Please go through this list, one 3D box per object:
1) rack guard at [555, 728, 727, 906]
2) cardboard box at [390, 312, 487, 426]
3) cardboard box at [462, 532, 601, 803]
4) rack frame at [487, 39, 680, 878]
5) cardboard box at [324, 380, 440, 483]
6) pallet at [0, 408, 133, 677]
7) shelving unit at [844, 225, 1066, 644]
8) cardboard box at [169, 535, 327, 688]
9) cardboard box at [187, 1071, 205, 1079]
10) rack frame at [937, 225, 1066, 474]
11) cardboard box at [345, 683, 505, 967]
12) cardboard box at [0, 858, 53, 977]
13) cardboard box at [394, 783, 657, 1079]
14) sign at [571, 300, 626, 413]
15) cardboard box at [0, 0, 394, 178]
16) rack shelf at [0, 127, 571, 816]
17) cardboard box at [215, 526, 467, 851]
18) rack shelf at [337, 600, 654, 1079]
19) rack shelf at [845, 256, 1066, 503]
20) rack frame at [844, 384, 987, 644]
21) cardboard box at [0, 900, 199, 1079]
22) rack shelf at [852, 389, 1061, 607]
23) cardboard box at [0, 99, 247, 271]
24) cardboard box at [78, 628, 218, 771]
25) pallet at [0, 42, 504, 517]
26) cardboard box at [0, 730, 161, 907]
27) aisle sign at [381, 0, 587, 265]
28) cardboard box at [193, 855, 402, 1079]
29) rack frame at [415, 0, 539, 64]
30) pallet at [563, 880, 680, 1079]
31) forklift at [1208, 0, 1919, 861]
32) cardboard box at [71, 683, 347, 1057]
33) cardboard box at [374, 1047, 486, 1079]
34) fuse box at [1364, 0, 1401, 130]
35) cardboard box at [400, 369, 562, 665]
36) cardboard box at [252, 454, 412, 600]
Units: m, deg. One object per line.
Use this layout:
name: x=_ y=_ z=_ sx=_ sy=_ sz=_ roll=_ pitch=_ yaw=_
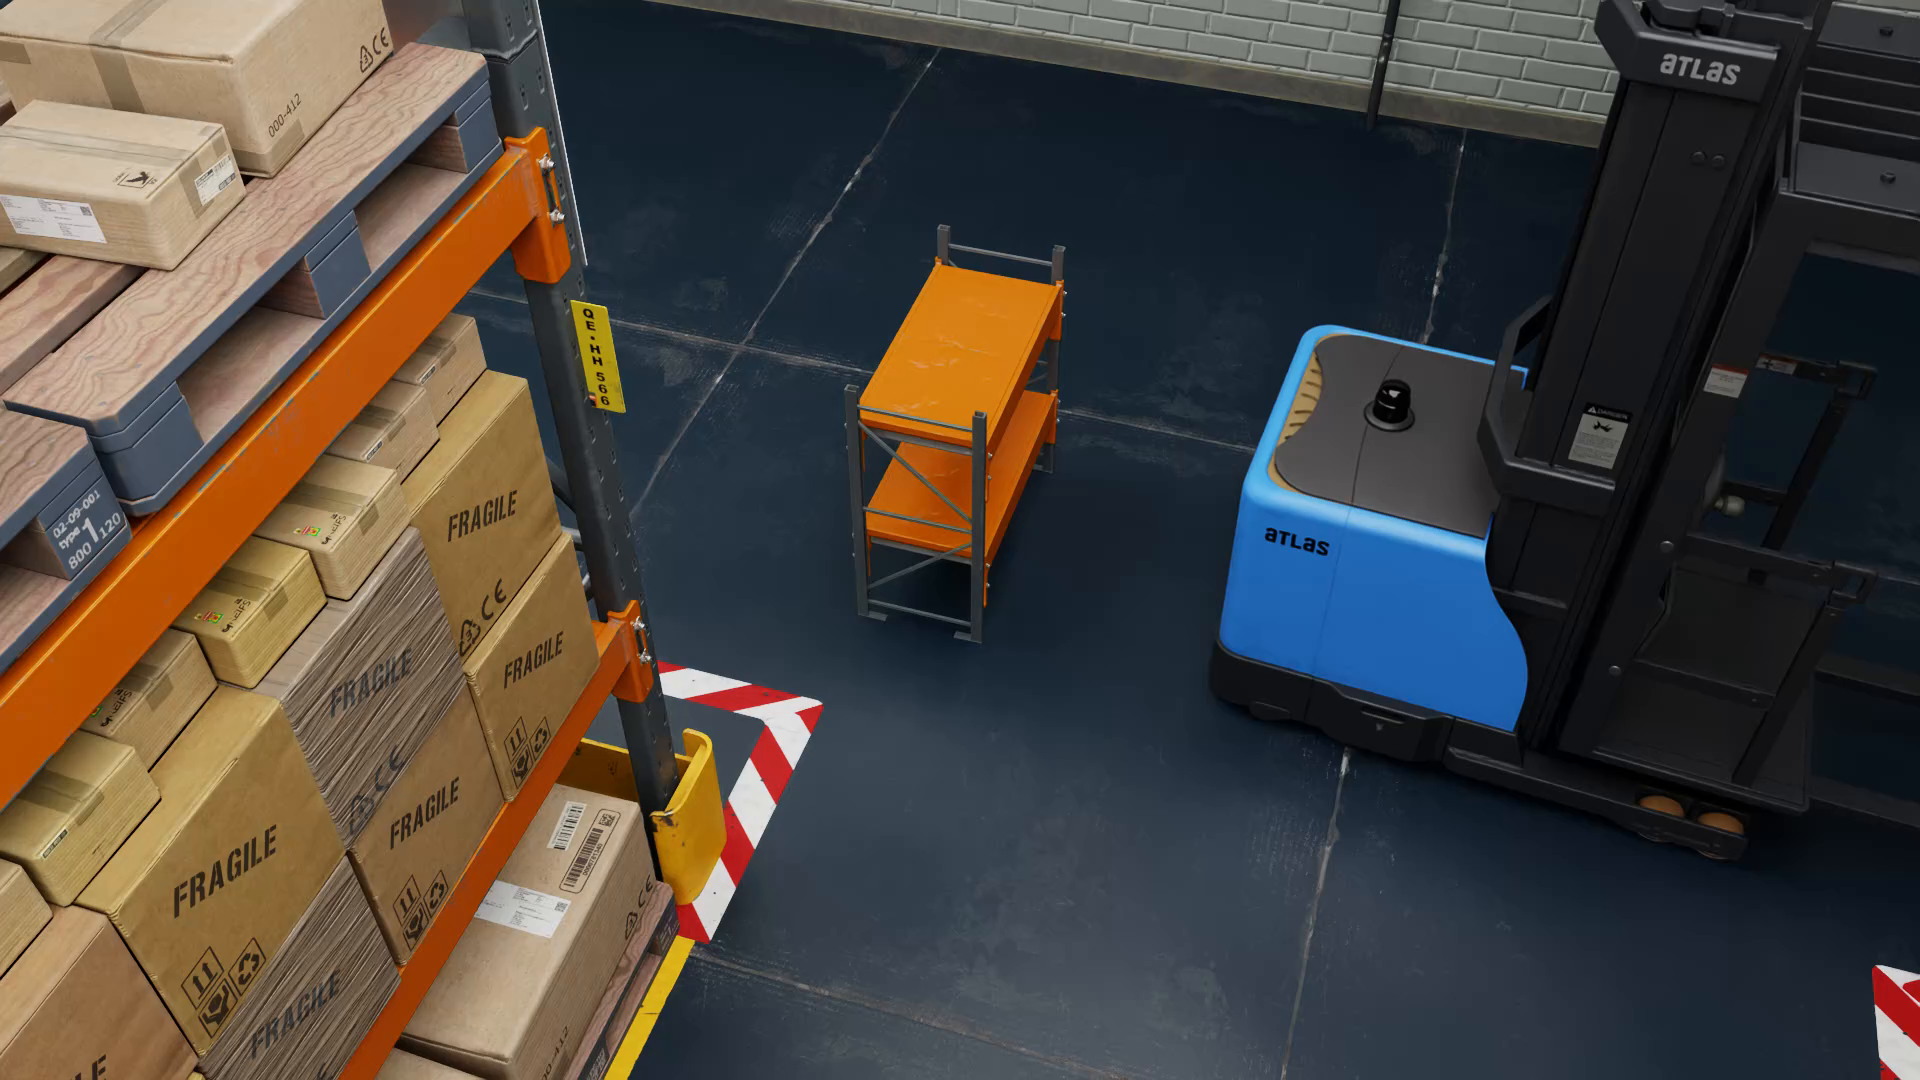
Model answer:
rack guard: x=-1.391 y=0.807 z=5.568 sx=1.175 sy=0.500 sz=0.348 roll=13 pitch=46 yaw=13
cardboard box: x=-1.316 y=-0.414 z=3.778 sx=0.380 sy=0.149 sz=0.250 roll=13 pitch=46 yaw=13
cardboard box: x=-1.292 y=0.271 z=4.256 sx=0.500 sy=0.500 sz=0.500 roll=13 pitch=46 yaw=13
rack frame: x=-1.398 y=-0.070 z=4.677 sx=1.000 sy=3.000 sz=0.127 roll=13 pitch=46 yaw=13
cardboard box: x=-1.370 y=-0.239 z=3.600 sx=0.380 sy=0.149 sz=0.250 roll=13 pitch=46 yaw=13
pallet: x=-1.981 y=0.202 z=2.318 sx=1.003 sy=0.211 sz=1.213 roll=13 pitch=46 yaw=13
shelving unit: x=0.002 y=-0.407 z=6.361 sx=0.538 sy=1.125 sz=1.048 roll=13 pitch=46 yaw=13
cardboard box: x=-1.484 y=0.110 z=3.243 sx=0.380 sy=0.149 sz=0.250 roll=14 pitch=46 yaw=13
cardboard box: x=-1.749 y=1.295 z=3.211 sx=0.500 sy=0.500 sz=0.500 roll=14 pitch=46 yaw=14
rack frame: x=0.156 y=-0.745 z=6.707 sx=0.500 sy=1.125 sz=0.032 roll=13 pitch=46 yaw=13
cardboard box: x=-1.459 y=0.603 z=3.918 sx=0.500 sy=0.500 sz=0.500 roll=12 pitch=46 yaw=12
cardboard box: x=-1.748 y=0.619 z=2.722 sx=0.380 sy=0.149 sz=0.250 roll=14 pitch=46 yaw=14
cardboard box: x=-1.503 y=1.156 z=4.955 sx=0.875 sy=0.438 sz=0.875 roll=11 pitch=45 yaw=11
sign: x=-0.885 y=-0.445 z=4.063 sx=0.100 sy=0.325 sz=0.005 roll=13 pitch=46 yaw=13
cardboard box: x=-1.449 y=-0.956 z=3.173 sx=0.500 sy=0.250 sz=0.500 roll=9 pitch=45 yaw=9
rack shelf: x=-2.004 y=0.448 z=2.517 sx=1.077 sy=0.370 sz=4.000 roll=13 pitch=46 yaw=13
cardboard box: x=-1.448 y=0.263 z=3.550 sx=0.500 sy=0.500 sz=0.500 roll=13 pitch=46 yaw=13
rack shelf: x=-2.004 y=1.520 z=3.567 sx=1.077 sy=0.370 sz=4.000 roll=13 pitch=46 yaw=13
rack shelf: x=0.002 y=-0.616 z=6.156 sx=0.538 sy=0.278 sz=1.000 roll=13 pitch=46 yaw=13
rack frame: x=-0.152 y=-0.068 z=6.015 sx=0.500 sy=1.125 sz=0.032 roll=13 pitch=46 yaw=13
cardboard box: x=-1.755 y=0.927 z=2.872 sx=0.500 sy=0.500 sz=0.500 roll=12 pitch=46 yaw=12
rack shelf: x=0.002 y=-0.232 z=6.532 sx=0.538 sy=0.278 sz=1.000 roll=13 pitch=46 yaw=13
cardboard box: x=-1.500 y=-0.623 z=2.905 sx=0.380 sy=0.149 sz=0.250 roll=9 pitch=45 yaw=9
cardboard box: x=-1.630 y=0.269 z=3.080 sx=0.380 sy=0.149 sz=0.250 roll=12 pitch=46 yaw=12
pallet: x=-1.613 y=-0.614 z=3.152 sx=1.003 sy=0.211 sz=1.213 roll=13 pitch=46 yaw=13
cardboard box: x=-1.650 y=0.448 z=2.897 sx=0.380 sy=0.149 sz=0.250 roll=14 pitch=46 yaw=13
aisle sign: x=-1.081 y=-0.982 z=3.750 sx=0.394 sy=0.787 sz=0.004 roll=13 pitch=46 yaw=13
cardboard box: x=-1.605 y=0.948 z=3.565 sx=0.500 sy=0.500 sz=0.500 roll=14 pitch=46 yaw=14
rack frame: x=-1.398 y=-2.215 z=2.579 sx=1.000 sy=3.000 sz=0.127 roll=13 pitch=46 yaw=13
pallet: x=-1.566 y=1.476 z=5.091 sx=1.003 sy=0.211 sz=1.213 roll=13 pitch=46 yaw=13
forklift: x=2.483 y=-0.390 z=5.053 sx=3.031 sy=2.935 sz=1.130 roll=15 pitch=46 yaw=15
cardboard box: x=-1.601 y=0.592 z=3.214 sx=0.500 sy=0.500 sz=0.500 roll=12 pitch=46 yaw=12
cardboard box: x=-1.772 y=1.768 z=4.330 sx=0.875 sy=0.438 sz=0.875 roll=14 pitch=46 yaw=14
fuse box: x=2.245 y=-2.831 z=8.420 sx=0.539 sy=1.711 sz=0.414 roll=13 pitch=46 yaw=13
cardboard box: x=-1.318 y=-0.092 z=3.913 sx=0.500 sy=0.500 sz=0.500 roll=14 pitch=46 yaw=14
cardboard box: x=-1.368 y=-0.050 z=3.406 sx=0.380 sy=0.149 sz=0.250 roll=12 pitch=46 yaw=12
